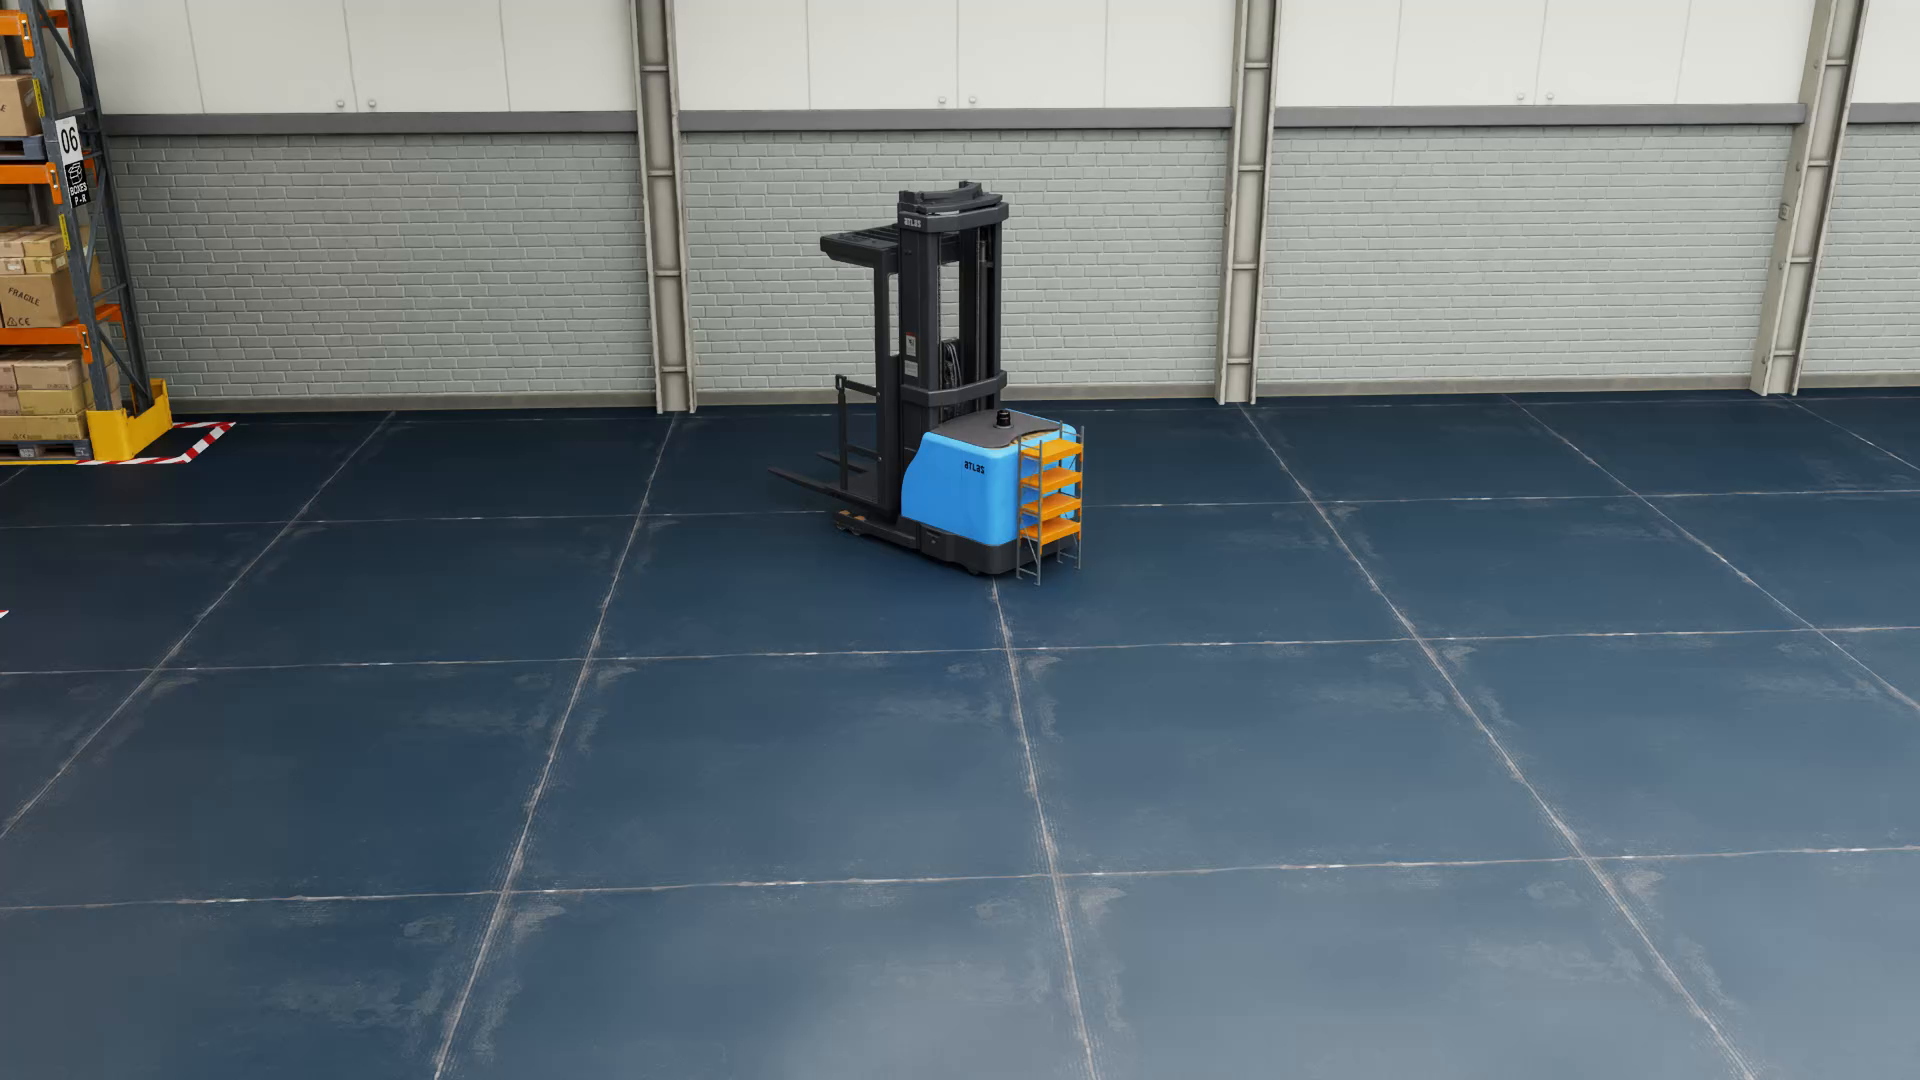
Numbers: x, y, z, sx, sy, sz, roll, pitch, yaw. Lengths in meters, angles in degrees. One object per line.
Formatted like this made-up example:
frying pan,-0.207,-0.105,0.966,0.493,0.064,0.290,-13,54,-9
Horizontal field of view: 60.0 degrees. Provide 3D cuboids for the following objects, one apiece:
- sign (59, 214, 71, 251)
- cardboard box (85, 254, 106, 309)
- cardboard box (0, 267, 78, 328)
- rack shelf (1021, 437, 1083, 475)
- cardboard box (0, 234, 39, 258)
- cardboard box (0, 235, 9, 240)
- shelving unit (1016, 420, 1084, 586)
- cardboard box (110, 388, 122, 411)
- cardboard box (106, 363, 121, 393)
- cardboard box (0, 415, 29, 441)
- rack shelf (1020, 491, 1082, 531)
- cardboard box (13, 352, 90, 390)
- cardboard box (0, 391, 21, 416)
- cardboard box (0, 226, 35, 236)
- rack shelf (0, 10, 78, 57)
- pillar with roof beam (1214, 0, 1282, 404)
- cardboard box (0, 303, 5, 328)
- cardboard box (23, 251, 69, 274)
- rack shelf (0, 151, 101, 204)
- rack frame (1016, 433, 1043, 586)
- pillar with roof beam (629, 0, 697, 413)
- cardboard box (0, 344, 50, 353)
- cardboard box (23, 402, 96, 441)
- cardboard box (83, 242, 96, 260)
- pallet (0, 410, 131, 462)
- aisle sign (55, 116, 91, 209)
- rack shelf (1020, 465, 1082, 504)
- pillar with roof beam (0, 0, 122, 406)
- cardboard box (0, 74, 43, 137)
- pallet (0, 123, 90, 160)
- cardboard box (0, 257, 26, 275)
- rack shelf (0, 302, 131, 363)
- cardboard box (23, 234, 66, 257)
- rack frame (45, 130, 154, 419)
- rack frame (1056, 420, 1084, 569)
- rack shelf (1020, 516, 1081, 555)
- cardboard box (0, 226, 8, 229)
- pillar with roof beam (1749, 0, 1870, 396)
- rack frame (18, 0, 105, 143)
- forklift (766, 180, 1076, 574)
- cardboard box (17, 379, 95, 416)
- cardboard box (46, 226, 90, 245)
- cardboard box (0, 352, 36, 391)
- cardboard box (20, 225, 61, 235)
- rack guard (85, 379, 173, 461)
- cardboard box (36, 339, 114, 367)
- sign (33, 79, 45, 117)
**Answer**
sign,-8.239,-2.829,15.306,0.005,0.325,0.100,-1,21,-3
cardboard box,-8.766,-2.505,16.276,0.500,0.500,0.500,0,21,-1
cardboard box,-8.732,-2.313,15.772,0.500,0.500,0.500,-2,21,-4
rack shelf,0.709,-0.661,12.997,0.258,0.148,0.480,19,28,41
cardboard box,-8.846,-2.761,15.618,0.250,0.149,0.380,-1,21,-3
cardboard box,-9.106,-2.746,15.578,0.250,0.149,0.380,-1,21,-2
shelving unit,0.709,-0.293,13.137,0.258,1.200,0.503,19,28,41
cardboard box,-8.758,-1.341,16.632,0.500,0.250,0.500,-1,21,-3
cardboard box,-8.737,-1.579,16.556,0.500,0.250,0.500,-1,21,-2
cardboard box,-9.204,-1.153,16.139,0.500,0.250,0.500,-1,21,-3
rack shelf,0.709,-0.231,13.161,0.258,0.148,0.480,19,28,41
cardboard box,-8.698,-1.628,15.983,0.500,0.250,0.500,0,21,-1
cardboard box,-9.225,-1.388,16.053,0.500,0.250,0.500,-1,21,-4
cardboard box,-9.130,-2.924,16.047,0.250,0.149,0.380,-1,21,-2
rack shelf,-10.253,-4.610,15.087,4.000,0.370,1.077,-1,21,-3
pillar with roof beam,3.224,-4.194,12.421,0.400,9.000,9.100,-1,21,-3
cardboard box,-9.251,-2.306,15.753,0.500,0.500,0.500,-1,21,-1
cardboard box,-8.586,-2.613,15.648,0.250,0.149,0.380,-1,21,-2
rack shelf,-10.253,-3.395,15.549,4.000,0.370,1.077,-1,21,-3
rack frame,0.540,-0.231,12.973,0.240,1.200,0.015,19,28,41
pillar with roof beam,-2.767,-4.072,12.101,0.400,9.000,9.100,-1,21,-3
cardboard box,-9.245,-1.795,16.419,0.500,0.250,0.500,-1,21,-3
cardboard box,-8.707,-1.159,16.156,0.500,0.250,0.500,-1,21,-3
cardboard box,-8.610,-2.805,16.152,0.250,0.149,0.380,-2,21,-4
pallet,-9.017,-1.036,16.478,1.213,0.211,1.003,-1,21,-3
aisle sign,-8.174,-3.482,15.328,0.004,0.787,0.394,-1,21,-3
rack shelf,0.709,-0.440,13.081,0.258,0.148,0.480,19,28,41
pillar with roof beam,-8.757,-3.950,11.781,0.400,9.000,9.100,-1,21,-3
cardboard box,-8.684,-3.966,15.167,0.500,0.500,0.500,0,21,-1
pallet,-8.963,-3.725,15.530,1.213,0.211,1.003,-1,21,-3
cardboard box,-8.840,-2.598,15.607,0.250,0.149,0.380,-1,21,-2
rack shelf,-10.253,-1.993,16.083,4.000,0.370,1.077,-1,21,-3
cardboard box,-8.602,-2.777,15.660,0.250,0.149,0.380,-1,21,-3
rack frame,-8.256,-2.370,16.062,0.127,3.000,1.000,-1,21,-3
rack frame,0.879,-0.356,13.301,0.240,1.200,0.015,19,28,41
rack shelf,0.709,-0.045,13.231,0.258,0.148,0.480,19,28,41
cardboard box,-9.377,-2.924,16.048,0.250,0.149,0.380,-1,21,-3
pillar with roof beam,9.214,-4.316,12.741,0.400,9.000,9.100,-1,21,-3
rack frame,-8.256,-5.174,14.994,0.127,3.000,1.000,-1,21,-3
forklift,-0.453,-1.526,13.941,3.031,2.935,1.130,19,28,41
cardboard box,-8.724,-1.394,16.069,0.500,0.250,0.500,-1,21,-4
cardboard box,-8.604,-2.928,16.057,0.250,0.149,0.380,-2,21,-4
cardboard box,-9.207,-1.616,15.950,0.500,0.250,0.500,-1,21,-2
cardboard box,-8.873,-2.945,16.101,0.250,0.149,0.380,0,21,-1
rack guard,-8.232,-1.202,16.508,0.348,0.500,1.175,-1,21,-3
cardboard box,-8.747,-1.806,16.449,0.500,0.250,0.500,-1,21,-4
sign,-8.239,-3.956,14.877,0.005,0.325,0.100,-1,21,-3
